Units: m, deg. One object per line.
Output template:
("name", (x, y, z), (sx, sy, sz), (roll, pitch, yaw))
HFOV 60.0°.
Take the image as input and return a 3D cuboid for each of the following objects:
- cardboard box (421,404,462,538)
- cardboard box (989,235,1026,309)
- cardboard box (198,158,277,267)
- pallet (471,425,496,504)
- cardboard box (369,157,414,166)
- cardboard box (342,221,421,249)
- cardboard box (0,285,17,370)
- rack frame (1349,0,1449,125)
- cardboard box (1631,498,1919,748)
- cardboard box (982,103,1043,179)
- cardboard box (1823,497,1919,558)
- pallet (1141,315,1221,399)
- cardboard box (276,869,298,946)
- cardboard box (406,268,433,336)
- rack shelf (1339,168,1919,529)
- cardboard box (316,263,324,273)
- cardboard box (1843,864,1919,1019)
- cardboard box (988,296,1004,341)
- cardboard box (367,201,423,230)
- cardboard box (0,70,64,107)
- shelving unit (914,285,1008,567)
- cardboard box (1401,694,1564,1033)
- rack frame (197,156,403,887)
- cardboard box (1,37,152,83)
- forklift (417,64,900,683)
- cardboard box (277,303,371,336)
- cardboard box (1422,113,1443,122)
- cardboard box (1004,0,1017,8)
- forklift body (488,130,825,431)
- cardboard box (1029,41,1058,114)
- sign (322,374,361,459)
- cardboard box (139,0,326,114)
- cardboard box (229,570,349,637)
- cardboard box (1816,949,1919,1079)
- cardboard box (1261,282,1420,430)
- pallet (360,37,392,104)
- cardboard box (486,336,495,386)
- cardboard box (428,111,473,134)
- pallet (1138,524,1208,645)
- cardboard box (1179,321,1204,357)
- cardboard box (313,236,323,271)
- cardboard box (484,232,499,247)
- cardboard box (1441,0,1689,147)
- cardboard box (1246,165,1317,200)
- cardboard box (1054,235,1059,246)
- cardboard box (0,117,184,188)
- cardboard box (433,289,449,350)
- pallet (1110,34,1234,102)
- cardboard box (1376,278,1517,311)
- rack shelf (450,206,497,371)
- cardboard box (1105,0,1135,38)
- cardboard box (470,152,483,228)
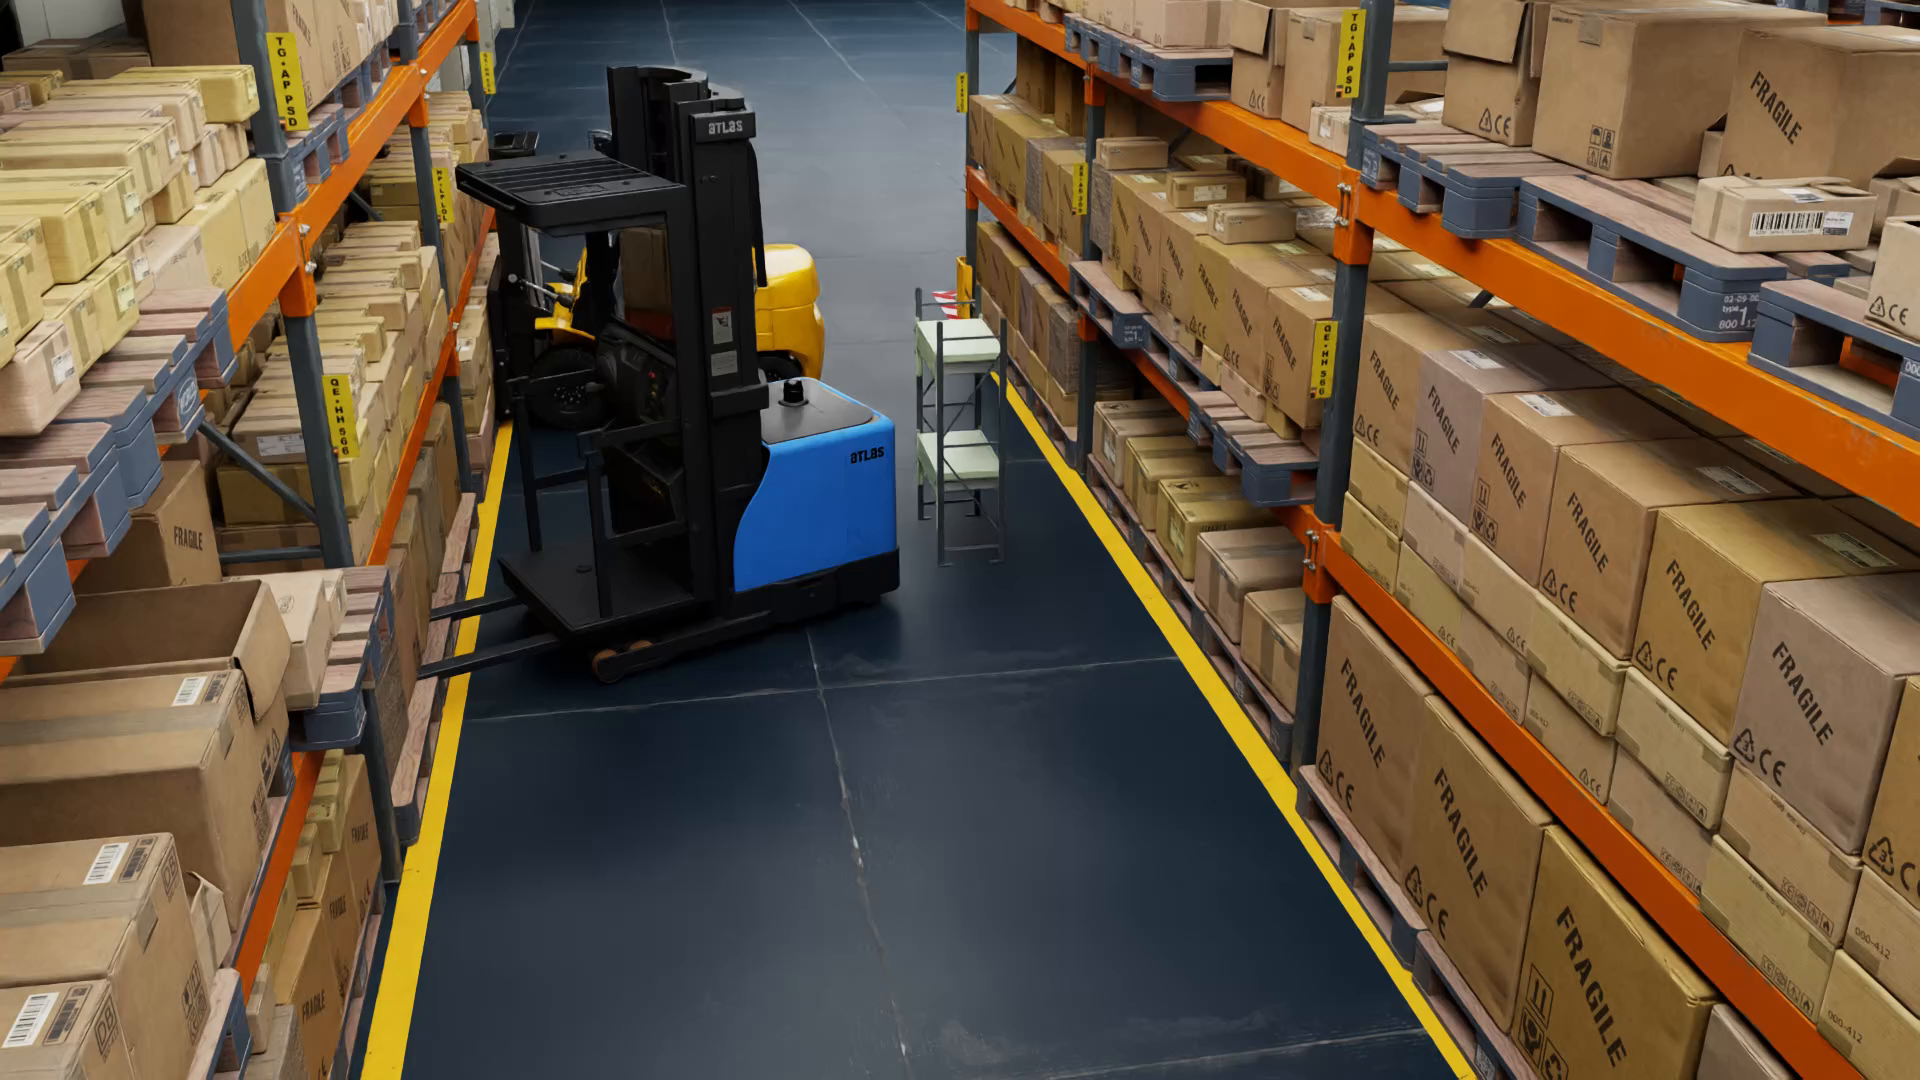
("cardboard box", (-3.476, -0.394, 9.847), (0.875, 0.625, 0.625), (-3, 24, -7))
("cardboard box", (0.537, -2.160, 13.422), (0.500, 0.500, 0.500), (-5, 24, -12))
("cardboard box", (-2.511, -1.043, 5.330), (0.500, 0.250, 0.500), (-5, 24, -12))
("pallet", (-3.690, -0.532, 11.205), (1.003, 0.211, 1.213), (-4, 24, -10))
("cardboard box", (-3.544, -2.317, 10.500), (0.380, 0.149, 0.250), (-5, 24, -11))
("cardboard box", (-3.302, -1.719, 9.504), (0.380, 0.149, 0.250), (-3, 24, -8))
("cardboard box", (-1.853, -0.334, 2.812), (0.380, 0.149, 0.250), (-5, 24, -11))
("rack frame", (2.033, -3.039, 5.965), (1.000, 3.000, 0.127), (-4, 24, -10))
("cardboard box", (2.266, 0.219, 4.628), (0.500, 0.500, 0.500), (-4, 24, -8))
("cardboard box", (0.468, -3.208, 13.352), (0.500, 0.500, 0.500), (-4, 24, -8))
("cardboard box", (2.763, 0.190, 4.694), (0.500, 0.500, 0.500), (-5, 24, -11))
("pallet", (1.627, -0.977, 8.980), (1.003, 0.211, 1.213), (-4, 24, -10))
("cardboard box", (-2.413, 1.229, 5.475), (0.380, 0.149, 0.250), (-4, 24, -8))
("cardboard box", (-3.139, -1.279, 8.993), (0.500, 0.250, 0.500), (-5, 24, -11))
("rack shelf", (2.403, -0.548, 4.908), (1.077, 0.370, 4.000), (-4, 24, -10))
("cardboard box", (-3.742, -1.436, 9.353), (0.500, 0.250, 0.500), (-5, 24, -11))
("cardboard box", (2.453, 0.968, 3.849), (0.500, 0.250, 0.500), (-4, 24, -10))
("cardboard box", (0.518, -1.830, 13.603), (0.500, 0.250, 0.500), (-3, 24, -8))
("cardboard box", (-3.384, -1.982, 10.106), (0.380, 0.149, 0.250), (-5, 24, -11))
("cardboard box", (-3.048, -1.381, 5.233), (0.380, 0.149, 0.250), (-5, 24, -12))
("shelving unit", (-0.001, -0.690, 9.956), (0.431, 1.500, 0.755), (-4, 24, -10))
("cardboard box", (2.240, 1.120, 6.067), (0.875, 0.875, 0.875), (-4, 24, -9))
("rack frame", (-2.844, 0.079, 6.321), (1.000, 3.000, 0.127), (-4, 24, -10))
("cardboard box", (-3.230, -1.731, 6.256), (0.500, 0.250, 0.500), (-4, 24, -10))
("forklift", (-1.853, -0.848, 8.530), (3.031, 2.935, 1.130), (-15, 28, -31))
("cardboard box", (-3.006, -1.013, 7.887), (0.380, 0.149, 0.250), (-4, 24, -10))
("cardboard box", (2.142, -1.686, 6.928), (0.380, 0.149, 0.250), (-4, 24, -10))
("cardboard box", (0.539, -4.034, 12.304), (0.380, 0.149, 0.250), (-4, 24, -9))
("forklift body", (-2.180, -2.068, 12.297), (2.313, 2.155, 1.214), (-4, 24, -10))
("cardboard box", (0.949, -3.692, 13.211), (0.700, 0.500, 0.500), (-4, 24, -9))
("sign", (-2.312, -0.459, 6.206), (0.100, 0.325, 0.005), (-4, 24, -10))
("cardboard box", (-2.739, -1.883, 6.291), (0.500, 0.500, 0.500), (-4, 24, -9))
("cardboard box", (-2.346, 0.232, 5.761), (0.380, 0.149, 0.250), (-4, 24, -9))
("cardboard box", (2.442, 1.194, 3.955), (0.500, 0.250, 0.500), (-5, 24, -11))
("cardboard box", (1.676, -0.823, 7.364), (0.500, 0.500, 0.500), (-5, 24, -11))
("pallet", (-3.408, -2.435, 8.569), (0.805, 0.209, 1.217), (-5, 24, -12))
("cardboard box", (-3.546, -1.265, 11.686), (0.500, 0.250, 0.500), (-5, 24, -10))
("cardboard box", (-3.769, -3.028, 12.129), (0.380, 0.149, 0.250), (-4, 24, -8))
("pallet", (1.668, 0.202, 9.524), (1.003, 0.211, 1.213), (-4, 24, -10))
("cardboard box", (1.377, -1.082, 8.769), (0.380, 0.149, 0.250), (-5, 24, -11))
("cardboard box", (-3.732, -1.574, 9.171), (0.380, 0.149, 0.250), (-5, 24, -12))
("cardboard box", (-3.932, -2.300, 13.430), (0.500, 0.250, 0.500), (-4, 24, -8))
("cardboard box", (2.251, -1.767, 6.147), (0.797, 0.503, 0.637), (-6, 24, -13))
("cardboard box", (1.815, -1.994, 9.236), (0.380, 0.149, 0.250), (-5, 24, -12))
("cardboard box", (0.878, -2.157, 11.754), (0.380, 0.149, 0.250), (-5, 24, -10))
("cardboard box", (-2.299, -1.021, 4.410), (0.380, 0.149, 0.250), (-5, 24, -11))
("cardboard box", (-3.233, -1.247, 9.544), (0.500, 0.250, 0.500), (-4, 24, -9))
("pallet", (1.498, -2.493, 8.698), (1.213, 0.211, 1.003), (-4, 24, -10))
("cardboard box", (2.178, -0.859, 7.447), (0.500, 0.500, 0.500), (-5, 24, -11))
("rack shelf", (-3.954, -1.951, 11.869), (1.077, 0.370, 4.000), (-4, 24, -10))
("cardboard box", (1.102, -2.903, 9.063), (0.500, 0.250, 0.500), (-5, 24, -10))
("cardboard box", (-3.792, -2.533, 12.177), (0.500, 0.500, 0.500), (-5, 24, -11))
